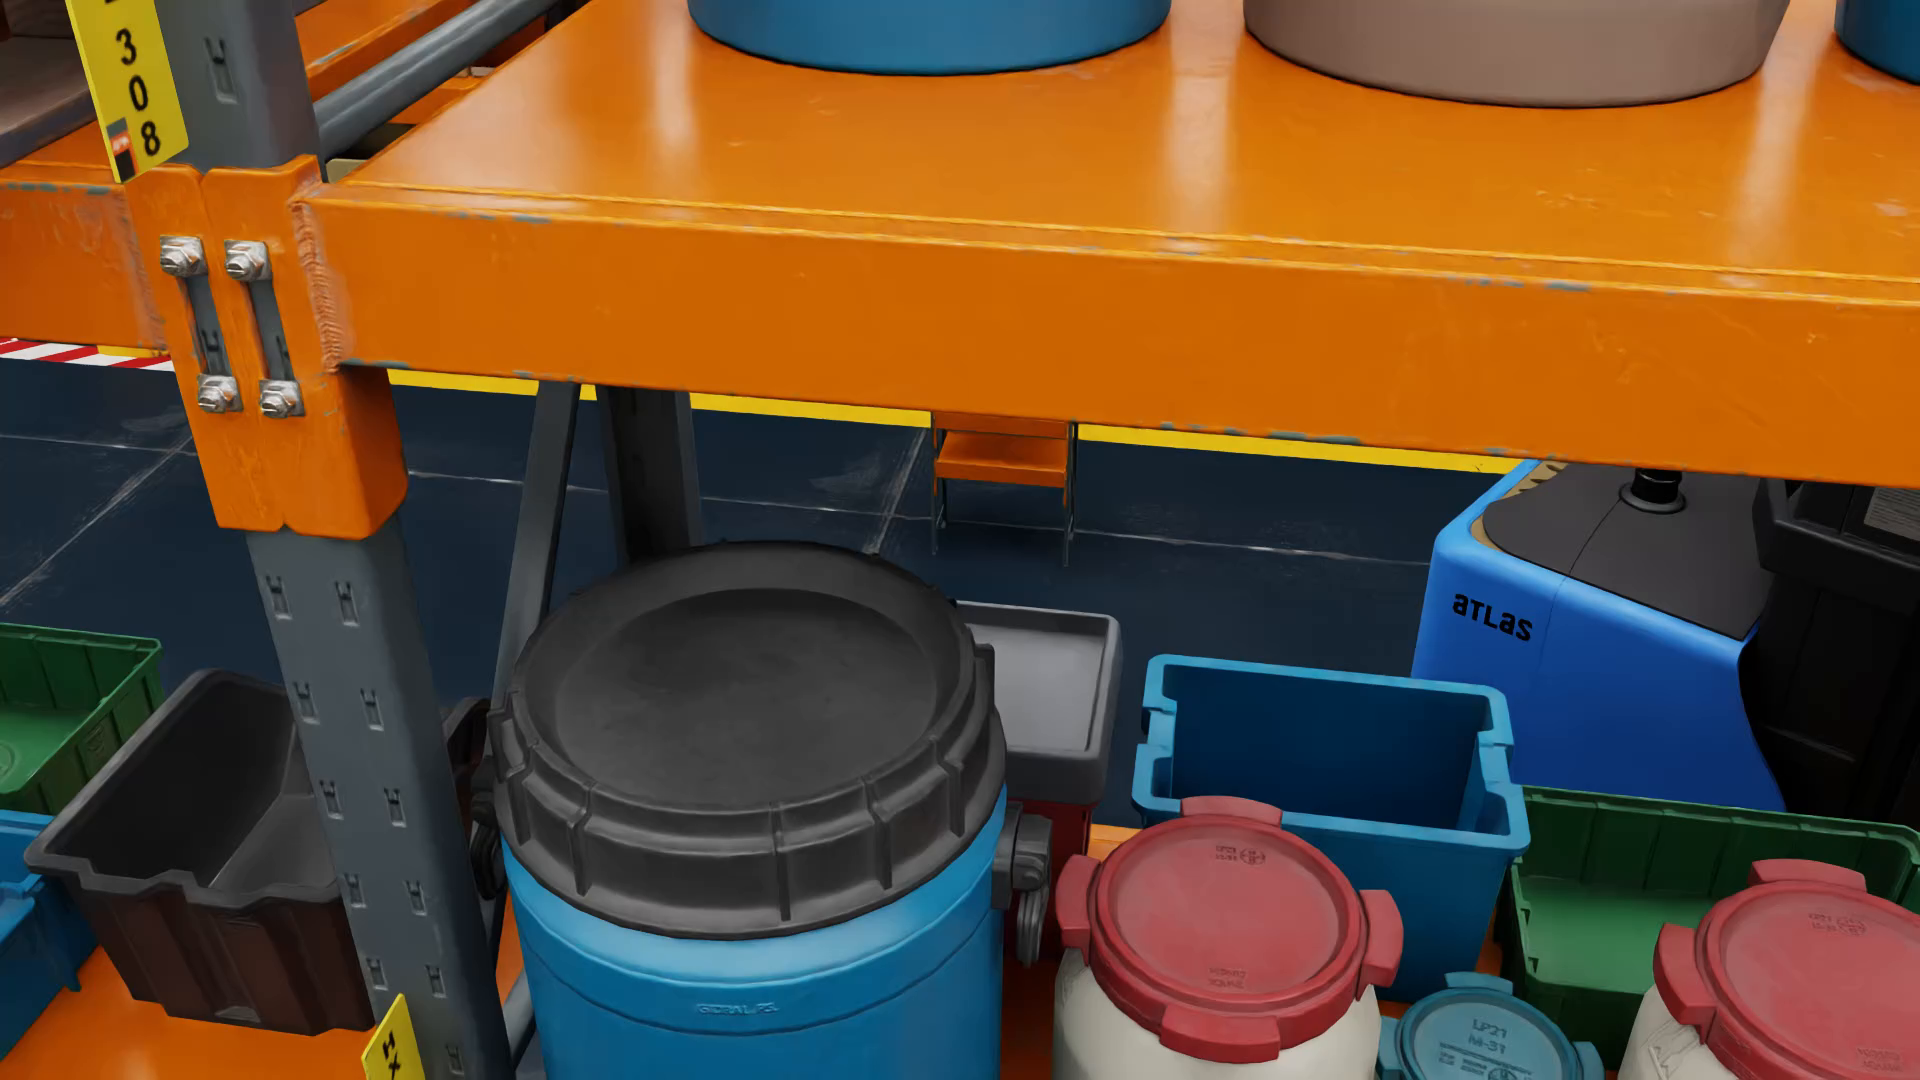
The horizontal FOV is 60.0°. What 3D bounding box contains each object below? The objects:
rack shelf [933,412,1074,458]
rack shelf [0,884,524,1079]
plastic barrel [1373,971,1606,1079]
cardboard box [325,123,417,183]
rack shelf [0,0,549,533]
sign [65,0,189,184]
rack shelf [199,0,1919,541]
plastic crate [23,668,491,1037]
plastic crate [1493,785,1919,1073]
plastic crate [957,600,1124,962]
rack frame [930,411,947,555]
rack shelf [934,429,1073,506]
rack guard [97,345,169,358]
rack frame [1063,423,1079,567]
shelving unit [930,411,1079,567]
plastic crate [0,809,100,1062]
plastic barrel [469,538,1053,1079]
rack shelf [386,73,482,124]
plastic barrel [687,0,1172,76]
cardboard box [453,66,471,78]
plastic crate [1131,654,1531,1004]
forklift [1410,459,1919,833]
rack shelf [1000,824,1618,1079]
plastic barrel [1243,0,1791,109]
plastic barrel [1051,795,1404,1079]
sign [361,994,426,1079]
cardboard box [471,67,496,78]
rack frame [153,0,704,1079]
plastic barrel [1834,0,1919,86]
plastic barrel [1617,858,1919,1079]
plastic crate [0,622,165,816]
[{"bbox_3d":[0.163,-0.437,5.944,0.480,0.148,0.258,5,32,8],"label":"rack shelf"},{"bbox_3d":[-2.545,0.662,3.043,4.000,0.370,1.077,5,32,8],"label":"rack shelf"},{"bbox_3d":[0.705,0.793,2.287,0.301,0.262,0.301,0,32,0],"label":"plastic barrel"},{"bbox_3d":[-2.695,-1.534,7.363,0.500,0.500,0.500,5,32,8],"label":"cardboard box"},{"bbox_3d":[-2.545,-0.609,2.247,4.000,0.370,1.077,5,32,8],"label":"rack shelf"},{"bbox_3d":[-0.677,-0.453,1.311,0.005,0.325,0.100,5,32,8],"label":"sign"},{"bbox_3d":[1.398,-0.252,1.677,4.000,0.370,1.077,5,32,8],"label":"rack shelf"},{"bbox_3d":[-1.068,0.449,2.764,0.504,0.338,0.767,5,32,8],"label":"plastic crate"},{"bbox_3d":[1.191,0.633,2.611,0.662,0.188,0.450,5,32,8],"label":"plastic crate"},{"bbox_3d":[-0.045,0.392,2.737,0.583,0.464,0.402,5,32,8],"label":"plastic crate"},{"bbox_3d":[-0.077,-0.516,5.943,0.015,1.200,0.240,5,32,8],"label":"rack frame"},{"bbox_3d":[0.163,-0.268,6.049,0.480,0.148,0.258,5,32,8],"label":"rack shelf"},{"bbox_3d":[-3.703,-1.354,7.942,0.348,0.500,1.175,5,32,8],"label":"rack guard"},{"bbox_3d":[0.404,-0.472,5.873,0.015,1.200,0.240,5,32,8],"label":"rack frame"},{"bbox_3d":[0.163,-0.494,5.908,0.503,1.200,0.258,5,32,8],"label":"shelving unit"},{"bbox_3d":[-1.710,0.642,2.537,0.616,0.251,0.499,5,32,8],"label":"plastic crate"},{"bbox_3d":[-0.244,0.516,2.126,0.708,0.901,0.600,5,32,8],"label":"plastic barrel"},{"bbox_3d":[-1.708,-1.928,7.181,4.000,0.370,1.077,5,32,8],"label":"rack shelf"},{"bbox_3d":[-0.036,-1.016,1.747,0.708,0.901,0.600,5,32,8],"label":"plastic barrel"},{"bbox_3d":[-2.214,-2.314,7.025,0.500,0.500,0.700,5,32,9],"label":"cardboard box"},{"bbox_3d":[0.566,0.478,2.674,0.575,0.384,0.392,5,32,8],"label":"plastic crate"},{"bbox_3d":[2.653,-0.028,3.533,3.031,2.935,1.130,25,40,34],"label":"forklift"},{"bbox_3d":[1.398,1.019,2.473,4.000,0.370,1.077,5,32,8],"label":"rack shelf"},{"bbox_3d":[0.609,-0.958,1.654,0.600,0.901,0.600,0,32,0],"label":"plastic barrel"},{"bbox_3d":[0.333,0.678,2.211,0.433,0.535,0.433,0,32,0],"label":"plastic barrel"},{"bbox_3d":[-0.677,0.705,2.036,0.005,0.325,0.100,5,32,8],"label":"sign"},{"bbox_3d":[-1.695,-2.269,6.953,0.500,0.500,0.700,6,33,10],"label":"cardboard box"},{"bbox_3d":[-0.574,0.537,2.564,0.053,2.616,0.949,5,32,8],"label":"rack frame"},{"bbox_3d":[1.254,-0.900,1.560,0.708,0.901,0.600,5,32,8],"label":"plastic barrel"},{"bbox_3d":[1.056,0.744,2.107,0.433,0.535,0.433,0,32,0],"label":"plastic barrel"},{"bbox_3d":[-1.864,0.357,3.053,0.662,0.188,0.450,5,32,8],"label":"plastic crate"}]
